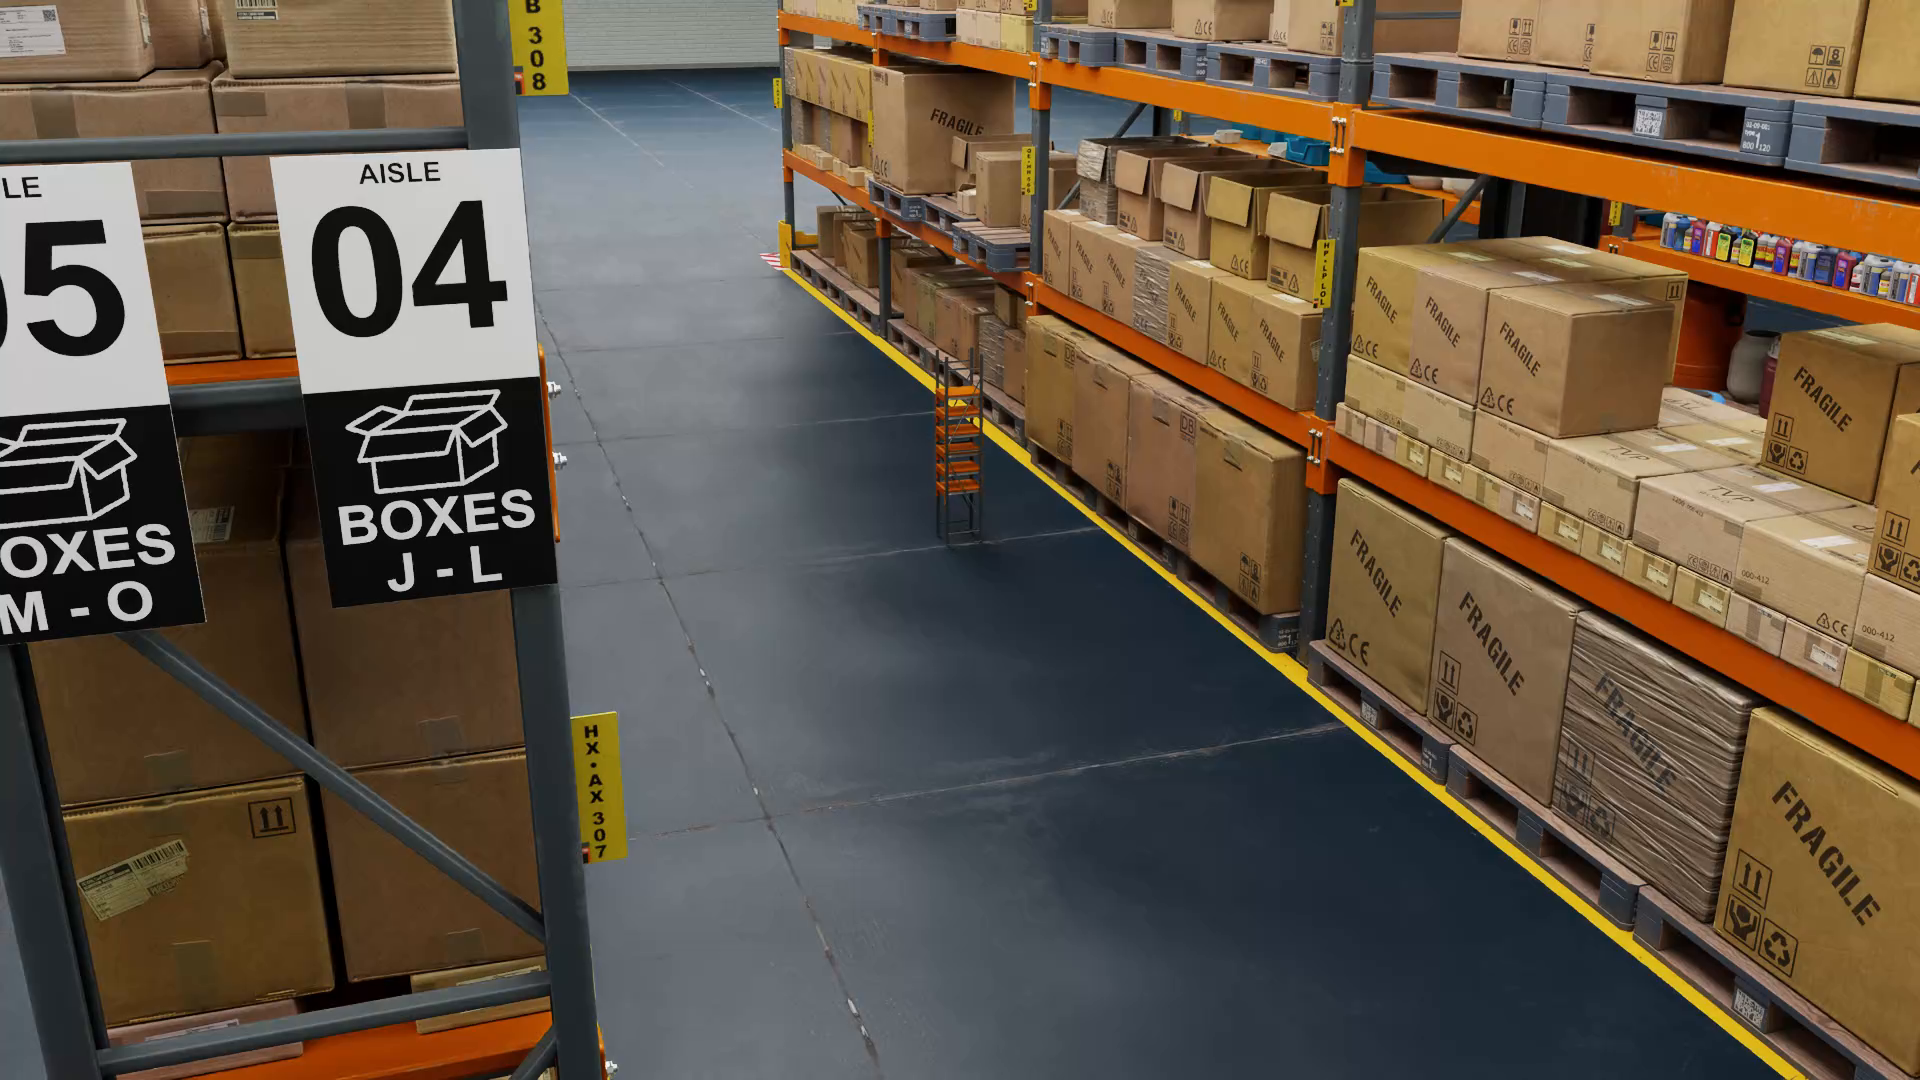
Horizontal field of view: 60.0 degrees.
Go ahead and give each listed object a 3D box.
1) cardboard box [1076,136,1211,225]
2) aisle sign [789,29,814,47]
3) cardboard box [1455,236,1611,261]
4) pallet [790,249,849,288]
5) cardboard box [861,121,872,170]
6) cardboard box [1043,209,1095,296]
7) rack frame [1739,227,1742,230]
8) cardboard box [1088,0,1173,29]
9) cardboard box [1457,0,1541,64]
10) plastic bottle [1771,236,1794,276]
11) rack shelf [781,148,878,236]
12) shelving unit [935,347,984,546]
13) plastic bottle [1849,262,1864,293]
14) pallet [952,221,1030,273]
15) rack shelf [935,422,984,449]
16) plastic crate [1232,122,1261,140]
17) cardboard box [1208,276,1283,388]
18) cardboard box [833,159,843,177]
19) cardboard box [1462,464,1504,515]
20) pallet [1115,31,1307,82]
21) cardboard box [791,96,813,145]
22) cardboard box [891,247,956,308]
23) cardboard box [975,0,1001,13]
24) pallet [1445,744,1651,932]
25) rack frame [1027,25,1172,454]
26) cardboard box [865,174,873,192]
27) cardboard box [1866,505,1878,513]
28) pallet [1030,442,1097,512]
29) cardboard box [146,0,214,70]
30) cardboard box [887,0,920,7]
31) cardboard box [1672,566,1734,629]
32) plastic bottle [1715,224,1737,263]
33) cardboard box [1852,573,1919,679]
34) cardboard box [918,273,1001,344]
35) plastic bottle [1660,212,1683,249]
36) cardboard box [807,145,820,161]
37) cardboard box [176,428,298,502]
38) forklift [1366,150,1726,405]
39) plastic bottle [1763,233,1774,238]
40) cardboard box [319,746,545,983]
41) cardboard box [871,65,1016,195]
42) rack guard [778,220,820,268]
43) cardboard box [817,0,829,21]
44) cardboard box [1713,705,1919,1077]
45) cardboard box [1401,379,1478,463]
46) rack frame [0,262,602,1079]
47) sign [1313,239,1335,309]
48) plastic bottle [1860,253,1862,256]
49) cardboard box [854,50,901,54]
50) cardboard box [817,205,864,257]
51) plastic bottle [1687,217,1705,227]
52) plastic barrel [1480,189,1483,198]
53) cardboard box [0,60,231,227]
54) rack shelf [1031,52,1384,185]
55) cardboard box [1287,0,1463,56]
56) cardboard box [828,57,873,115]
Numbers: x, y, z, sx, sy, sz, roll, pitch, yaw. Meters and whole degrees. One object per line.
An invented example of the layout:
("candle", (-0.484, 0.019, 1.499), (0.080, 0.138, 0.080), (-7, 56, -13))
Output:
("cardboard box", (1.201, -2.383, 10.981), (0.797, 0.503, 0.637), (-6, 21, -15))
("aisle sign", (-1.832, -5.879, 18.500), (0.394, 0.787, 0.004), (-6, 21, -17))
("cardboard box", (2.643, -1.119, 7.768), (0.500, 0.500, 0.500), (-6, 21, -16))
("pallet", (-1.282, -3.066, 18.640), (1.003, 0.211, 1.213), (-6, 21, -17))
("cardboard box", (-0.477, -3.886, 16.209), (0.875, 0.500, 0.500), (-6, 21, -17))
("cardboard box", (0.881, -1.962, 11.294), (0.500, 0.500, 0.500), (-6, 21, -16))
("rack frame", (9.135, -4.435, 18.326), (1.000, 3.000, 0.127), (-6, 21, -17))
("cardboard box", (1.247, -3.570, 10.706), (0.797, 0.503, 0.637), (-5, 20, -14))
("cardboard box", (2.547, -2.275, 6.958), (0.700, 0.500, 0.500), (-8, 21, -20))
("plastic bottle", (5.838, -2.022, 11.782), (0.061, 0.283, 0.133), (-6, 21, -17))
("rack shelf", (-0.899, -3.687, 17.307), (1.077, 0.370, 4.000), (-6, 21, -17))
("shelving unit", (-0.005, -0.569, 10.227), (0.258, 1.200, 0.189), (-6, 21, -17))
("plastic bottle", (6.065, -1.772, 11.207), (0.097, 0.201, 0.097), (0, 20, 0))
("pallet", (0.662, -2.227, 12.463), (1.213, 0.211, 1.003), (-6, 21, -17))
("rack shelf", (-0.005, -0.640, 10.201), (0.258, 0.103, 0.180), (-6, 21, -17))
("plastic crate", (3.616, -4.994, 20.104), (0.499, 0.251, 0.616), (-6, 21, -17))
("cardboard box", (1.689, -1.144, 9.016), (0.500, 0.500, 0.500), (-6, 21, -16))
("cardboard box", (-1.074, -3.786, 16.891), (0.380, 0.149, 0.250), (-6, 21, -17))
("cardboard box", (2.352, -0.233, 6.998), (0.380, 0.149, 0.250), (-7, 21, -18))
("pallet", (1.594, -2.863, 9.792), (1.003, 0.211, 1.213), (-5, 20, -15))
("cardboard box", (-1.381, -4.675, 18.406), (0.875, 0.500, 0.500), (-6, 21, -17))
("cardboard box", (-0.358, -2.537, 16.120), (0.500, 0.500, 0.500), (-7, 21, -19))
("cardboard box", (0.428, -4.084, 12.024), (0.500, 0.500, 0.500), (-6, 21, -17))
("pallet", (2.796, 1.141, 6.928), (1.003, 0.211, 1.213), (-6, 21, -17))
("rack frame", (0.987, -2.100, 11.825), (1.000, 3.000, 0.127), (-6, 21, -17))
("cardboard box", (-0.686, -3.384, 15.773), (0.380, 0.149, 0.250), (-6, 21, -17))
("cardboard box", (3.437, 0.049, 5.624), (0.500, 0.250, 0.500), (-7, 21, -18))
("pallet", (1.163, -0.526, 11.570), (1.003, 0.211, 1.213), (-6, 21, -17))
("cardboard box", (-1.627, -0.965, 3.120), (0.380, 0.149, 0.250), (-6, 21, -16))
("cardboard box", (-0.216, -4.880, 14.354), (0.797, 0.503, 0.637), (-7, 21, -20))
("cardboard box", (2.755, 0.179, 5.853), (0.380, 0.149, 0.250), (-7, 21, -18))
("plastic bottle", (5.662, -2.202, 12.281), (0.061, 0.283, 0.133), (-6, 21, -17))
("cardboard box", (3.097, 0.271, 5.007), (0.500, 0.250, 0.500), (-7, 21, -18))
("cardboard box", (0.034, -2.060, 14.760), (0.700, 0.500, 0.500), (-7, 21, -18))
("plastic bottle", (5.518, -2.394, 12.829), (0.152, 0.276, 0.135), (-6, 21, -17))
("cardboard box", (-1.441, -4.190, 18.016), (0.380, 0.149, 0.250), (-6, 21, -17))
("cardboard box", (-1.778, 0.021, 3.853), (0.500, 0.500, 0.500), (-7, 21, -19))
("forklift", (2.892, -1.321, 9.759), (3.031, 2.935, 1.130), (10, 22, 26))
("plastic bottle", (6.294, -2.413, 12.869), (0.061, 0.283, 0.133), (-6, 21, -17))
("cardboard box", (-1.118, 0.602, 3.716), (0.500, 0.500, 0.500), (-5, 20, -15))
("cardboard box", (-0.153, -3.594, 14.475), (1.000, 1.000, 1.000), (-6, 21, -17))
("rack guard", (-1.504, -3.466, 19.327), (1.175, 0.500, 0.348), (-6, 21, -17))
("cardboard box", (-1.133, -5.335, 16.618), (0.500, 0.250, 0.500), (-6, 21, -16))
("cardboard box", (3.224, 1.073, 5.514), (0.875, 0.875, 0.875), (-6, 21, -17))
("cardboard box", (2.295, -0.547, 7.283), (0.500, 0.250, 0.500), (-6, 21, -17))
("rack frame", (-1.239, 0.962, 3.301), (1.000, 3.000, 0.127), (-6, 21, -17))
("sign", (1.732, -1.263, 7.900), (0.100, 0.325, 0.005), (-6, 21, -17))
("plastic bottle", (6.580, -2.120, 12.054), (0.061, 0.283, 0.133), (-6, 21, -17))
("cardboard box", (-0.803, -4.854, 17.426), (0.500, 0.500, 0.500), (-6, 21, -17))
("cardboard box", (-1.347, -3.486, 18.761), (0.500, 0.500, 0.500), (-3, 20, -7))
("plastic bottle", (5.663, -2.411, 12.874), (0.152, 0.276, 0.135), (-6, 21, -17))
("plastic barrel", (4.891, -3.269, 14.879), (0.433, 0.535, 0.433), (0, 20, 0))
("cardboard box", (-1.625, -0.735, 3.071), (0.500, 0.250, 0.500), (-7, 21, -19))
("rack shelf", (1.616, -2.531, 9.653), (1.077, 0.370, 4.000), (-6, 21, -17))
("cardboard box", (2.052, -2.658, 8.172), (0.700, 0.500, 0.500), (-6, 21, -16))
("cardboard box", (-0.988, -4.477, 16.377), (0.500, 0.500, 0.500), (-6, 21, -17))
